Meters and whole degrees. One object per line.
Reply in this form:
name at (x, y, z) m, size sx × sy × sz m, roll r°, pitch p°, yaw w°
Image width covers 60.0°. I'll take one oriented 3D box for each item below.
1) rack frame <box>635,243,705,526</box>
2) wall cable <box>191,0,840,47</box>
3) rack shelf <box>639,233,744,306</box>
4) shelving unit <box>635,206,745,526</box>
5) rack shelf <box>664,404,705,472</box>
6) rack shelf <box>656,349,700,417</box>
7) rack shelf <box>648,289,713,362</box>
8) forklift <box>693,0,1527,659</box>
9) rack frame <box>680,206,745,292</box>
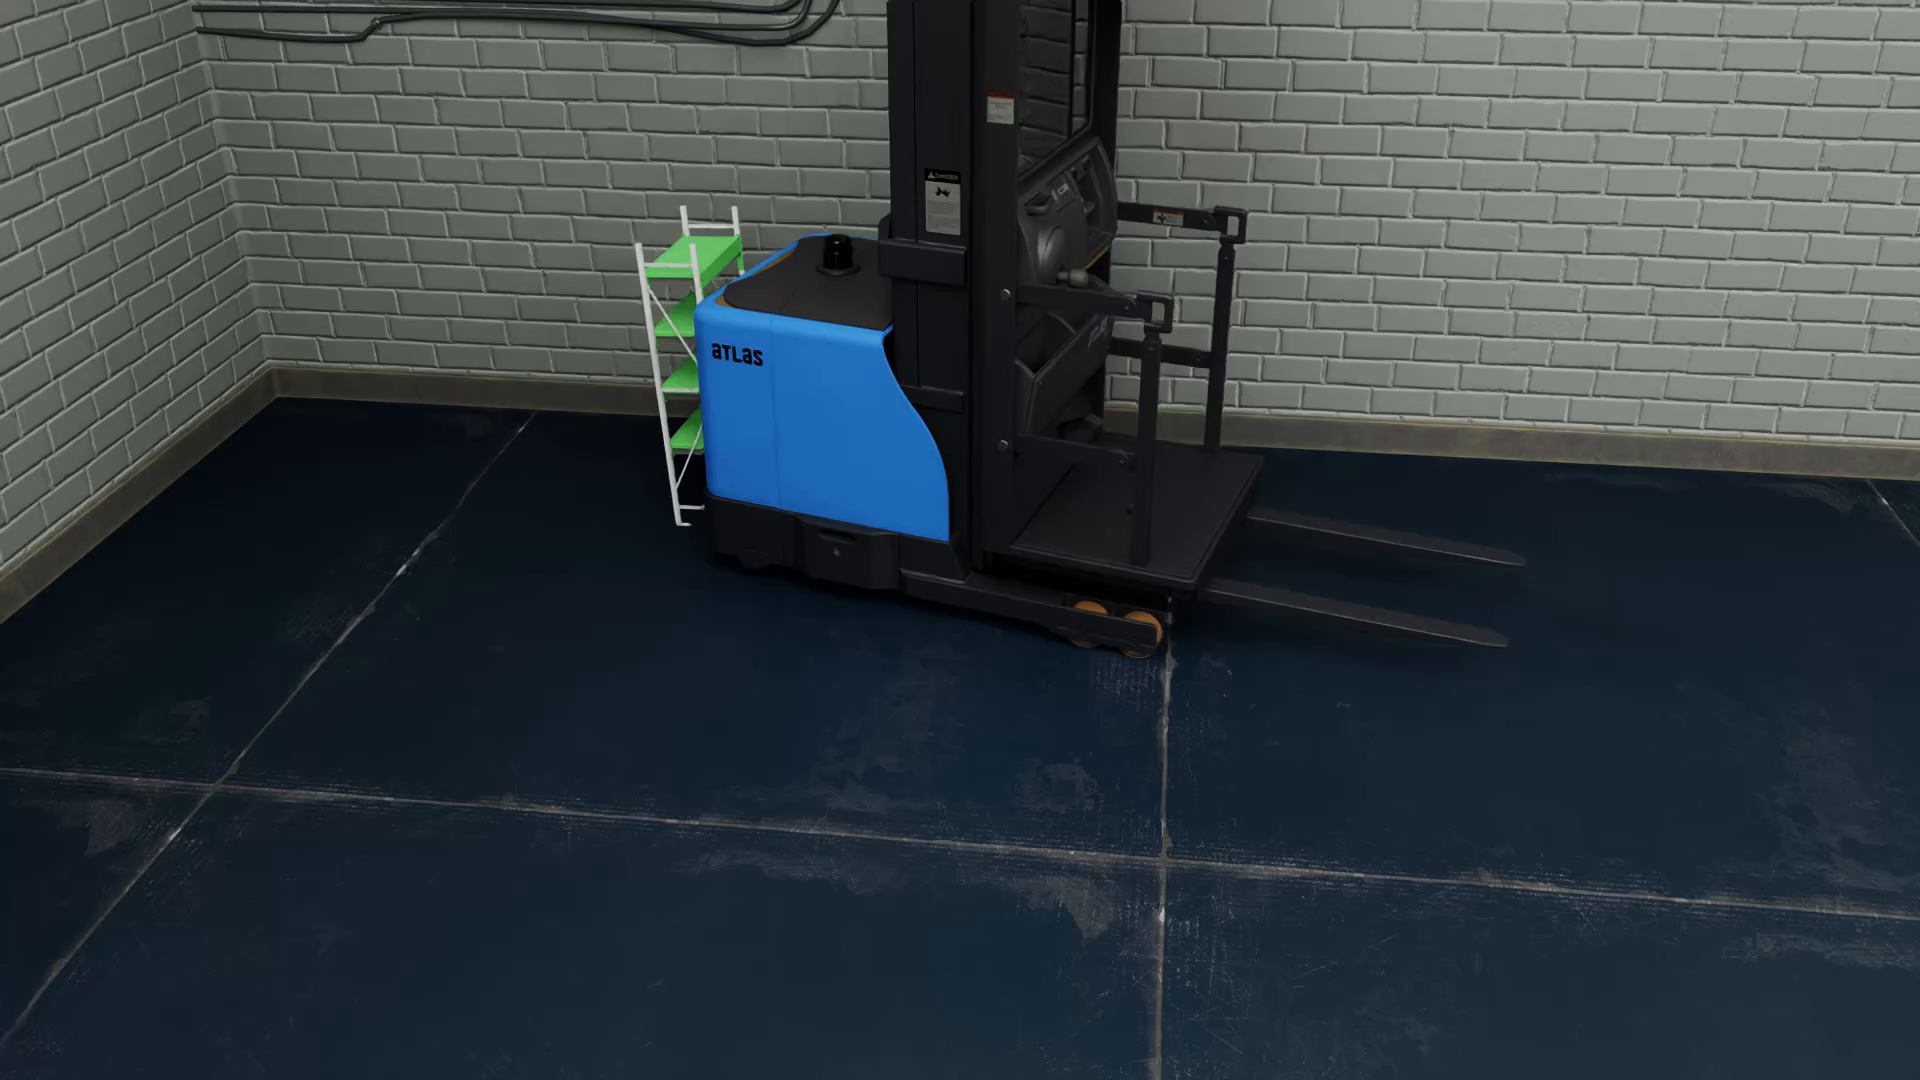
rack frame at (-1.083, -0.588, 6.563) m, size 0.240 × 1.200 × 0.015 m, roll 3°, pitch 28°, yaw 12°
wall cable at (-1.969, -3.202, 6.479) m, size 3.097 × 2.526 × 0.112 m, roll 3°, pitch 28°, yaw 6°
rack shelf at (-1.055, -1.070, 6.580) m, size 0.258 × 0.148 × 0.480 m, roll 3°, pitch 28°, yaw 12°
shelving unit at (-1.033, -0.702, 6.773) m, size 0.258 × 1.200 × 0.503 m, roll 3°, pitch 28°, yaw 12°
rack shelf at (-1.018, -0.433, 6.914) m, size 0.258 × 0.148 × 0.480 m, roll 3°, pitch 28°, yaw 12°
rack shelf at (-1.030, -0.645, 6.803) m, size 0.258 × 0.148 × 0.480 m, roll 3°, pitch 28°, yaw 12°
rack shelf at (-1.042, -0.857, 6.692) m, size 0.258 × 0.148 × 0.480 m, roll 3°, pitch 28°, yaw 12°
forklift at (0.570, -1.152, 5.797) m, size 3.031 × 2.935 × 1.130 m, roll 11°, pitch 30°, yaw 19°
rack frame at (-0.983, -0.815, 6.984) m, size 0.240 × 1.200 × 0.015 m, roll 3°, pitch 28°, yaw 12°
